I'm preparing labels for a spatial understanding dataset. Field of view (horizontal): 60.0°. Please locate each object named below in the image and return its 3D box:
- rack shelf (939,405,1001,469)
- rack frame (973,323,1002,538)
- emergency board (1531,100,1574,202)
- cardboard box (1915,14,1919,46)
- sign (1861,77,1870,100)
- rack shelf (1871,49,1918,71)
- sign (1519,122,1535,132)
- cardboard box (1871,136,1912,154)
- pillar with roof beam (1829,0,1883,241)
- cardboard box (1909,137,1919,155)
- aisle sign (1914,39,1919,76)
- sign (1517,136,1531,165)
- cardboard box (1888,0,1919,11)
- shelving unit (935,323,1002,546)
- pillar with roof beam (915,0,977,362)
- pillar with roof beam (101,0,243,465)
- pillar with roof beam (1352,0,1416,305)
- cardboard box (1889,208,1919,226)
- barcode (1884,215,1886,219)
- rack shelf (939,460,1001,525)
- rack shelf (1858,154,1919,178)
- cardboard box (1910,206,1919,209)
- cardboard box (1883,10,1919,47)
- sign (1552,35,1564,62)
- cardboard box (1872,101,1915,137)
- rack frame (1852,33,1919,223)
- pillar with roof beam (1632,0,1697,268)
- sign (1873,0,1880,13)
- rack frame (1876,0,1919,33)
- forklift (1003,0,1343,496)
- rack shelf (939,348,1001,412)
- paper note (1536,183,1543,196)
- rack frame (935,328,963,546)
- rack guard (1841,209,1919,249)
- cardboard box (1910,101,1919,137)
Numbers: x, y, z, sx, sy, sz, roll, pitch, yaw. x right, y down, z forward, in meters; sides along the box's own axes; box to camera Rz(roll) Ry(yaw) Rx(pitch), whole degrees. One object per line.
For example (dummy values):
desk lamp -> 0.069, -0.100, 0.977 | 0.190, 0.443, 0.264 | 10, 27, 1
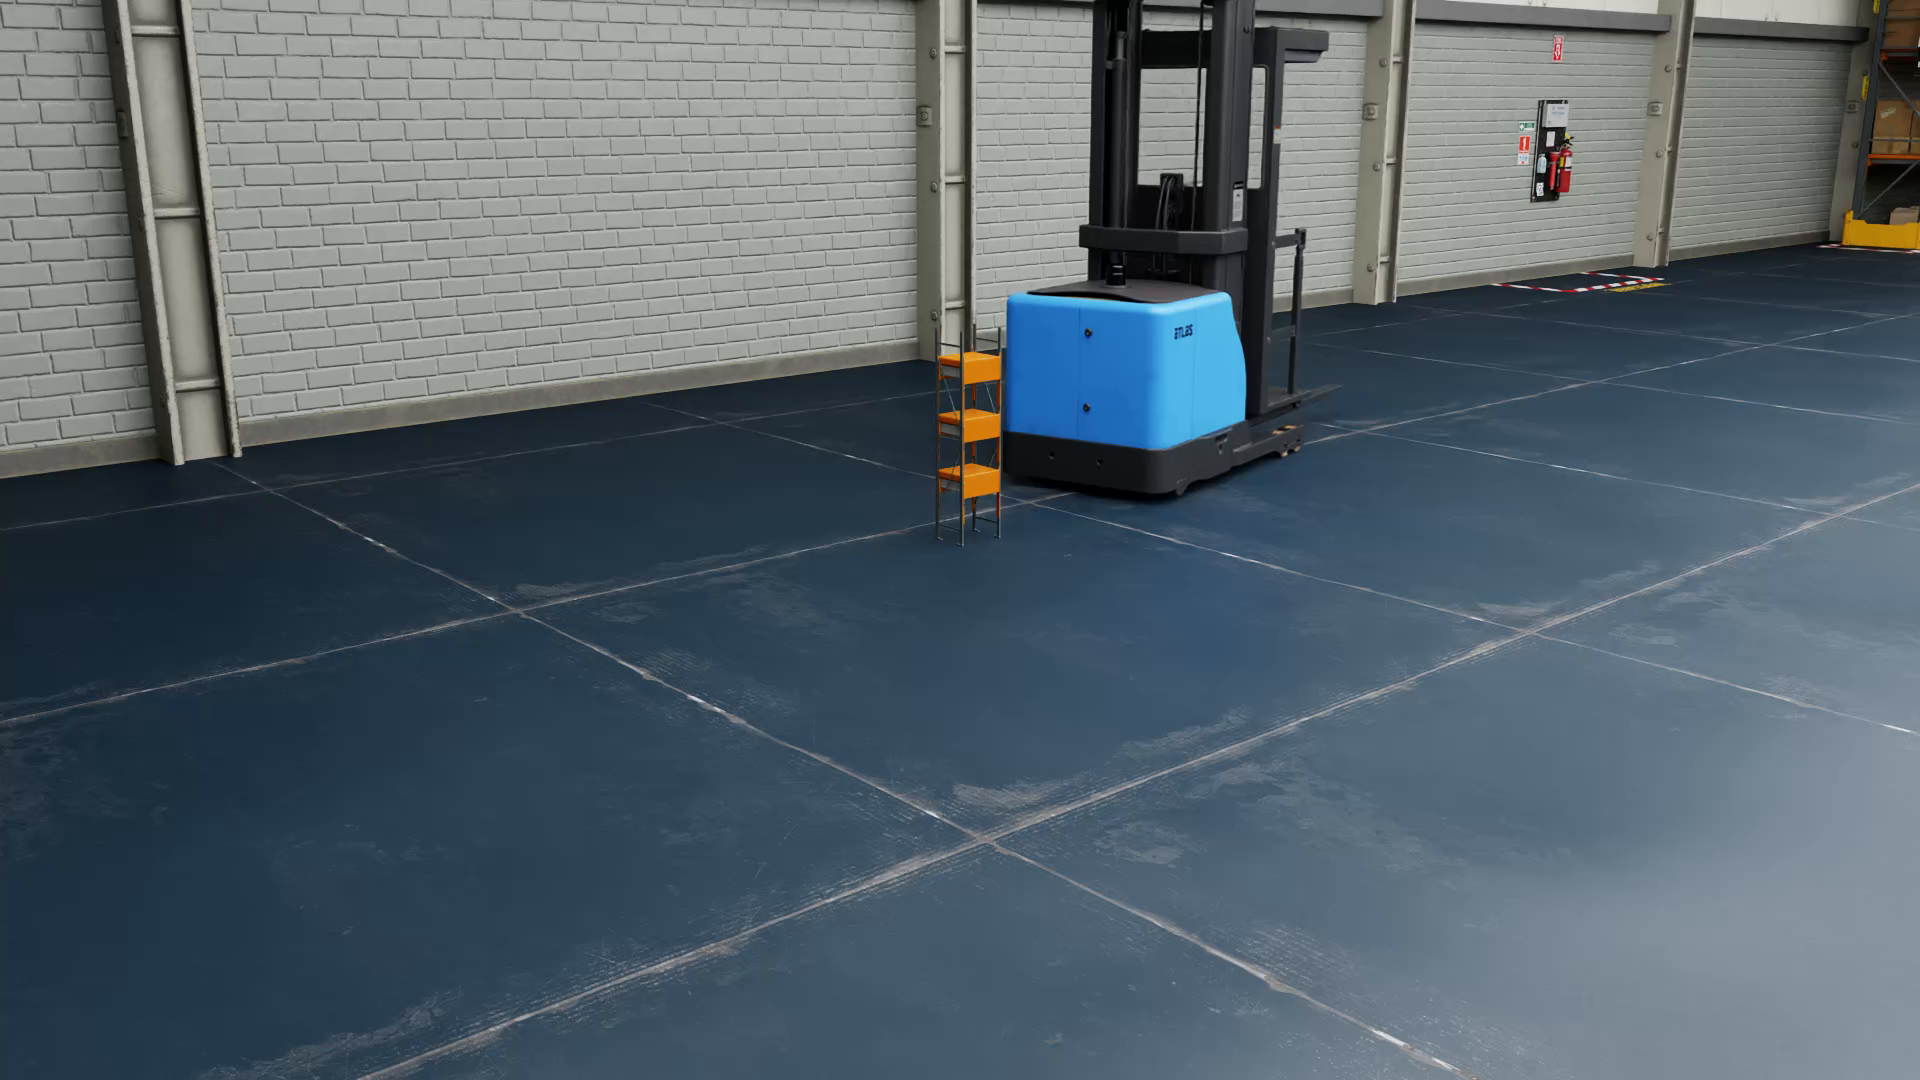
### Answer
rack shelf -> 0.040, -0.506, 8.151 | 0.240, 0.259, 0.215 | -13, 19, -39
rack frame -> 0.132, -0.537, 8.226 | 0.008, 1.050, 0.200 | -13, 19, -39
emergency board -> 7.053, -4.596, 19.645 | 0.643, 1.169, 0.194 | -13, 19, -39
cardboard box -> 13.925, -7.252, 23.543 | 0.500, 0.500, 0.500 | -12, 19, -38
sign -> 13.159, -6.561, 24.143 | 0.005, 0.325, 0.100 | -13, 19, -39
rack shelf -> 15.017, -7.178, 24.890 | 4.000, 0.370, 1.077 | -13, 19, -39
sign -> 6.578, -4.795, 19.293 | 0.331, 0.109, 0.001 | -13, 19, -39
cardboard box -> 13.734, -5.791, 24.370 | 0.500, 0.250, 0.500 | -12, 19, -39
pillar with roof beam -> 16.295, -8.084, 21.078 | 0.400, 9.000, 9.100 | -13, 19, -39
cardboard box -> 14.085, -5.695, 24.010 | 0.500, 0.250, 0.500 | -13, 20, -41
aisle sign -> 13.651, -6.922, 23.316 | 0.004, 0.787, 0.394 | -13, 19, -39
sign -> 6.568, -4.540, 19.365 | 0.234, 0.329, 0.001 | -13, 19, -39
cardboard box -> 13.662, -7.851, 23.848 | 0.500, 0.500, 0.500 | -12, 19, -37
shelving unit -> 0.040, -0.516, 8.148 | 0.252, 1.050, 0.215 | -13, 19, -39
pillar with roof beam -> 2.716, -5.035, 9.663 | 0.400, 9.000, 9.100 | -13, 19, -39
pillar with roof beam -> -1.811, -4.019, 5.857 | 0.400, 9.000, 9.100 | -13, 19, -39
pillar with roof beam -> 7.242, -6.052, 13.468 | 0.400, 9.000, 9.100 | -13, 19, -39
cardboard box -> 14.089, -4.750, 24.579 | 0.500, 0.311, 0.500 | 13, 20, 41
barcode -> 13.840, -4.836, 24.881 | 0.075, 0.075, 0.001 | -13, 19, -39
rack shelf -> 0.040, -0.238, 8.223 | 0.240, 0.259, 0.215 | -13, 19, -39
rack shelf -> 15.017, -5.728, 25.277 | 4.000, 0.370, 1.077 | -13, 19, -39
cardboard box -> 14.519, -4.847, 24.941 | 0.500, 0.311, 0.500 | -11, 18, -35
cardboard box -> 13.657, -7.364, 23.962 | 0.500, 0.500, 0.500 | -11, 18, -35
sign -> 6.982, -5.734, 19.414 | 0.199, 0.298, 0.001 | -13, 19, -39
cardboard box -> 13.724, -6.158, 24.289 | 0.500, 0.500, 0.500 | -13, 20, -40
rack frame -> 13.508, -5.737, 23.916 | 0.127, 3.000, 1.000 | -13, 19, -39
pillar with roof beam -> 11.768, -7.068, 17.273 | 0.400, 9.000, 9.100 | -13, 19, -39
sign -> 13.159, -7.725, 23.831 | 0.005, 0.325, 0.100 | -13, 19, -39
rack frame -> 13.508, -8.635, 23.141 | 0.127, 3.000, 1.000 | -13, 19, -39
forklift -> 1.484, -1.982, 9.989 | 1.130, 2.935, 3.031 | 10, 18, 33
rack shelf -> 0.040, -0.780, 8.078 | 0.240, 0.259, 0.215 | -13, 19, -39
paper note -> 6.874, -4.154, 19.697 | 0.142, 0.148, 0.016 | -13, 19, -39
rack frame -> -0.052, -0.496, 8.071 | 0.008, 1.050, 0.200 | -13, 19, -39
rack guard -> 13.566, -4.542, 24.286 | 0.348, 0.500, 1.175 | -13, 19, -39
cardboard box -> 14.066, -6.059, 23.919 | 0.500, 0.500, 0.500 | -13, 19, -39
